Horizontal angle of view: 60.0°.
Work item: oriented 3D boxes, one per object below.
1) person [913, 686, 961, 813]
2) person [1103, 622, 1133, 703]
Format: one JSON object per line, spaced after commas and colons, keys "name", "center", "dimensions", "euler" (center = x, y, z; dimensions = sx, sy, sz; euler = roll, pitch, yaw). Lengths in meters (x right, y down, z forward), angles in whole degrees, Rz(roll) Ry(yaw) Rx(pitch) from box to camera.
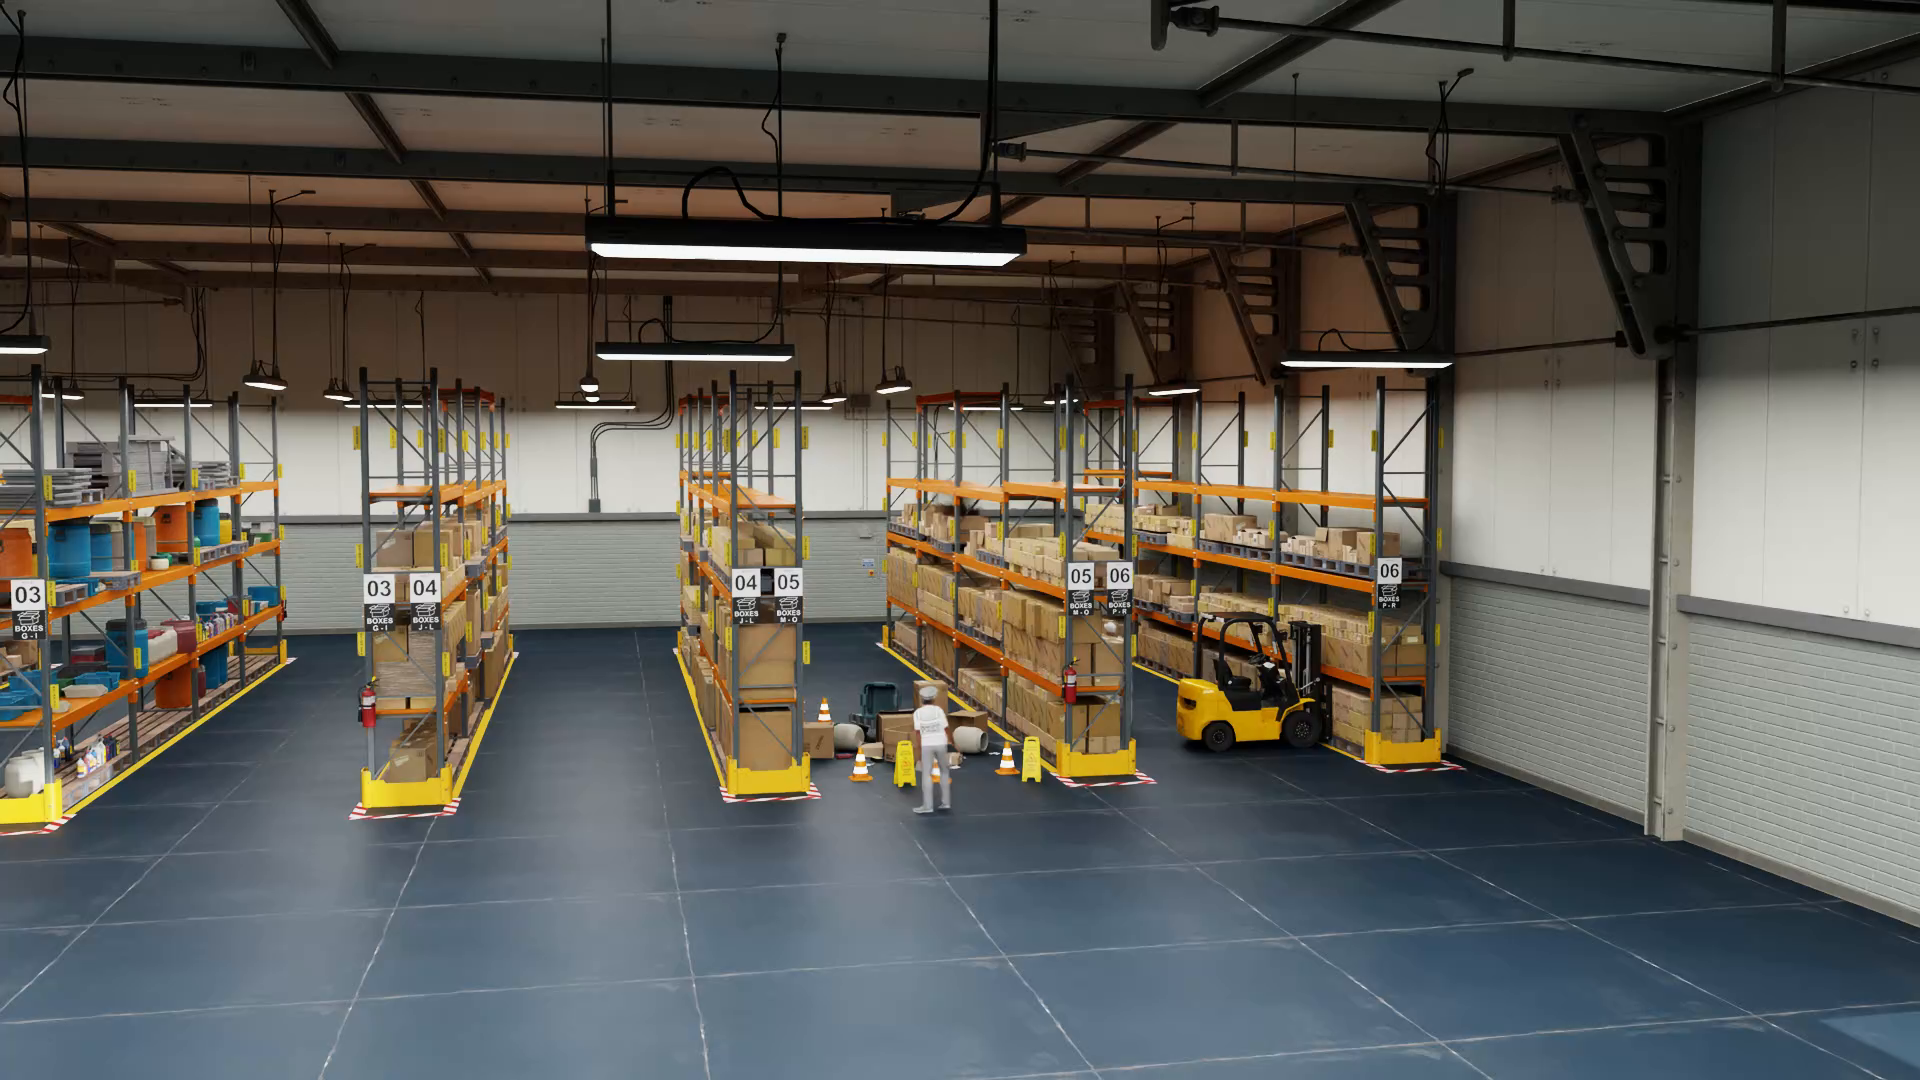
{"name": "person", "center": [-0.316, 2.824, 22.415], "dimensions": [0.654, 1.702, 0.441], "euler": [0, 3, -6]}
{"name": "person", "center": [2.746, 2.345, 30.073], "dimensions": [0.693, 1.749, 0.619], "euler": [0, 3, -6]}
